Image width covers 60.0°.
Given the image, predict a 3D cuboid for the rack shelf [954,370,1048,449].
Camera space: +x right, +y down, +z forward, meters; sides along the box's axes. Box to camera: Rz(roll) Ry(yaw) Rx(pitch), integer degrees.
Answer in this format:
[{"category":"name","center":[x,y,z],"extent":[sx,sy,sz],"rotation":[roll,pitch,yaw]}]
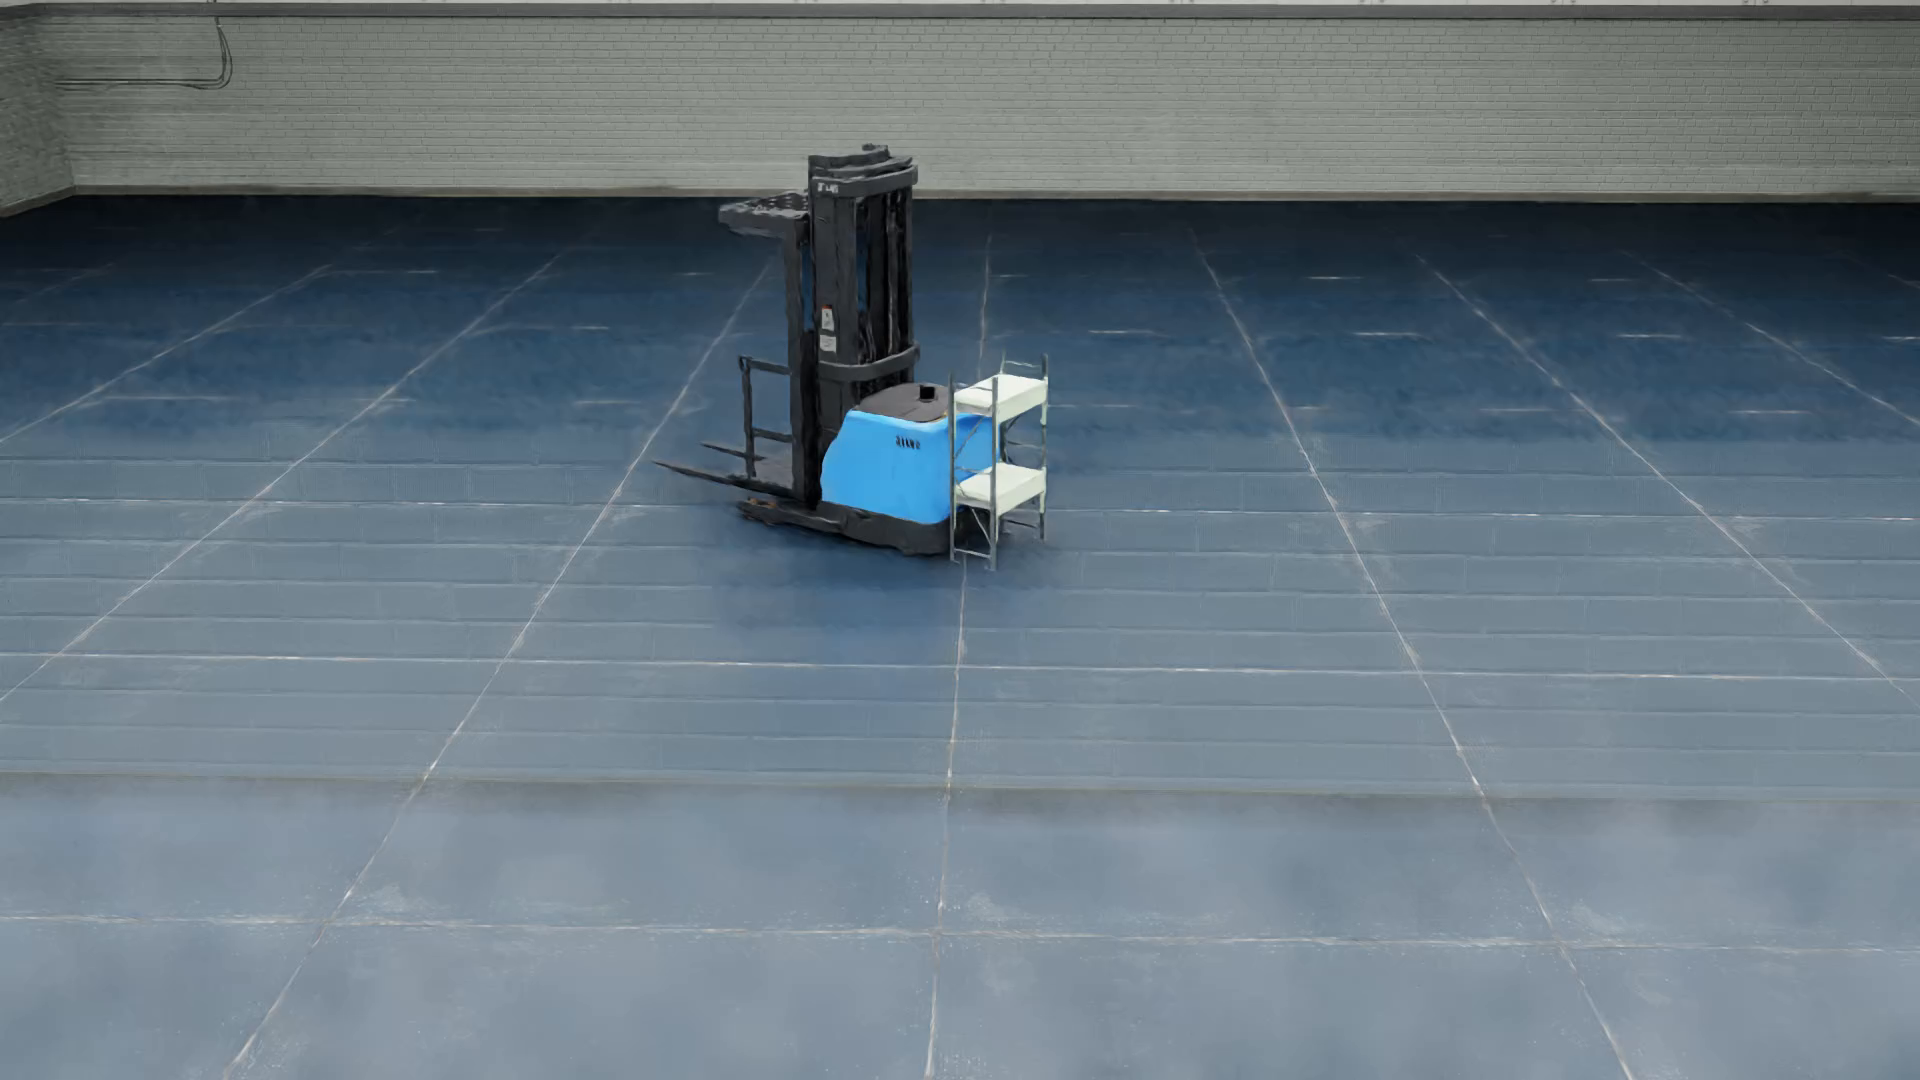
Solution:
[{"category":"rack shelf","center":[0.290,-0.981,12.405],"extent":[0.431,0.370,0.720],"rotation":[13,25,30]}]

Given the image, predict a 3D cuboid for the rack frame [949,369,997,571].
[{"category":"rack frame","center":[0.093,-0.506,12.259],"extent":[0.400,1.500,0.023],"rotation":[13,25,30]}]

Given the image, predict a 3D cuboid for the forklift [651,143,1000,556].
[{"category":"forklift","center":[-1.182,-1.636,13.193],"extent":[3.031,2.935,1.130],"rotation":[13,25,31]}]

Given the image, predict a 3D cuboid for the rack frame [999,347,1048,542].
[{"category":"rack frame","center":[0.488,-0.729,12.834],"extent":[0.400,1.500,0.023],"rotation":[13,25,30]}]

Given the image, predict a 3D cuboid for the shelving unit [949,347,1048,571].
[{"category":"shelving unit","center":[0.290,-0.617,12.546],"extent":[0.431,1.500,0.755],"rotation":[13,25,30]}]

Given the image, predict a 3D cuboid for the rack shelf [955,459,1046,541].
[{"category":"rack shelf","center":[0.290,-0.313,12.664],"extent":[0.431,0.370,0.720],"rotation":[13,25,30]}]

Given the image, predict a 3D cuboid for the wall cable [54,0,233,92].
[{"category":"wall cable","center":[-13.454,-8.559,26.940],"extent":[3.097,2.526,0.112],"rotation":[1,21,2]}]
